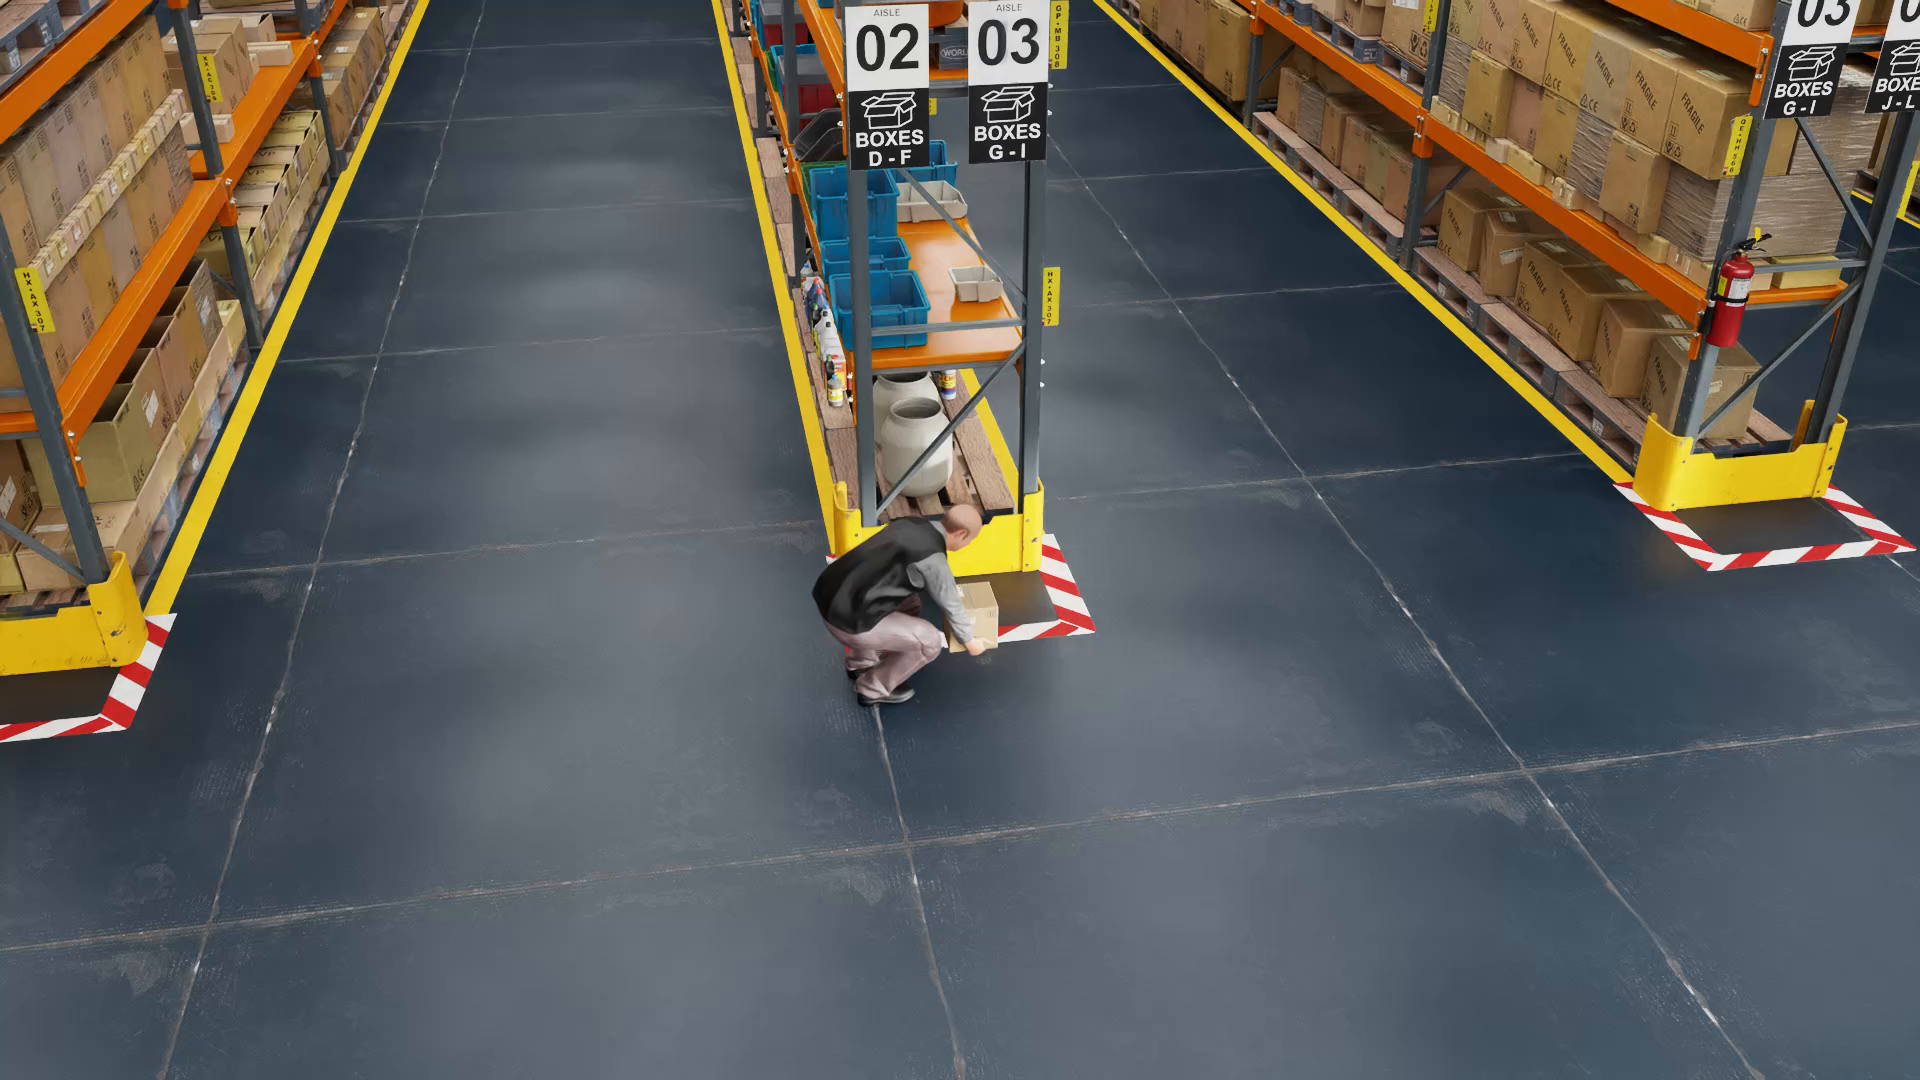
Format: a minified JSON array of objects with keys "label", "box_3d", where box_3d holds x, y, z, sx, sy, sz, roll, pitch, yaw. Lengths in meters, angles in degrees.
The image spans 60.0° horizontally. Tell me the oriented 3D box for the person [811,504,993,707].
[{"label":"person","box_3d":[-0.279,0.314,8.392,0.916,0.959,0.506,-10,32,-16]}]
